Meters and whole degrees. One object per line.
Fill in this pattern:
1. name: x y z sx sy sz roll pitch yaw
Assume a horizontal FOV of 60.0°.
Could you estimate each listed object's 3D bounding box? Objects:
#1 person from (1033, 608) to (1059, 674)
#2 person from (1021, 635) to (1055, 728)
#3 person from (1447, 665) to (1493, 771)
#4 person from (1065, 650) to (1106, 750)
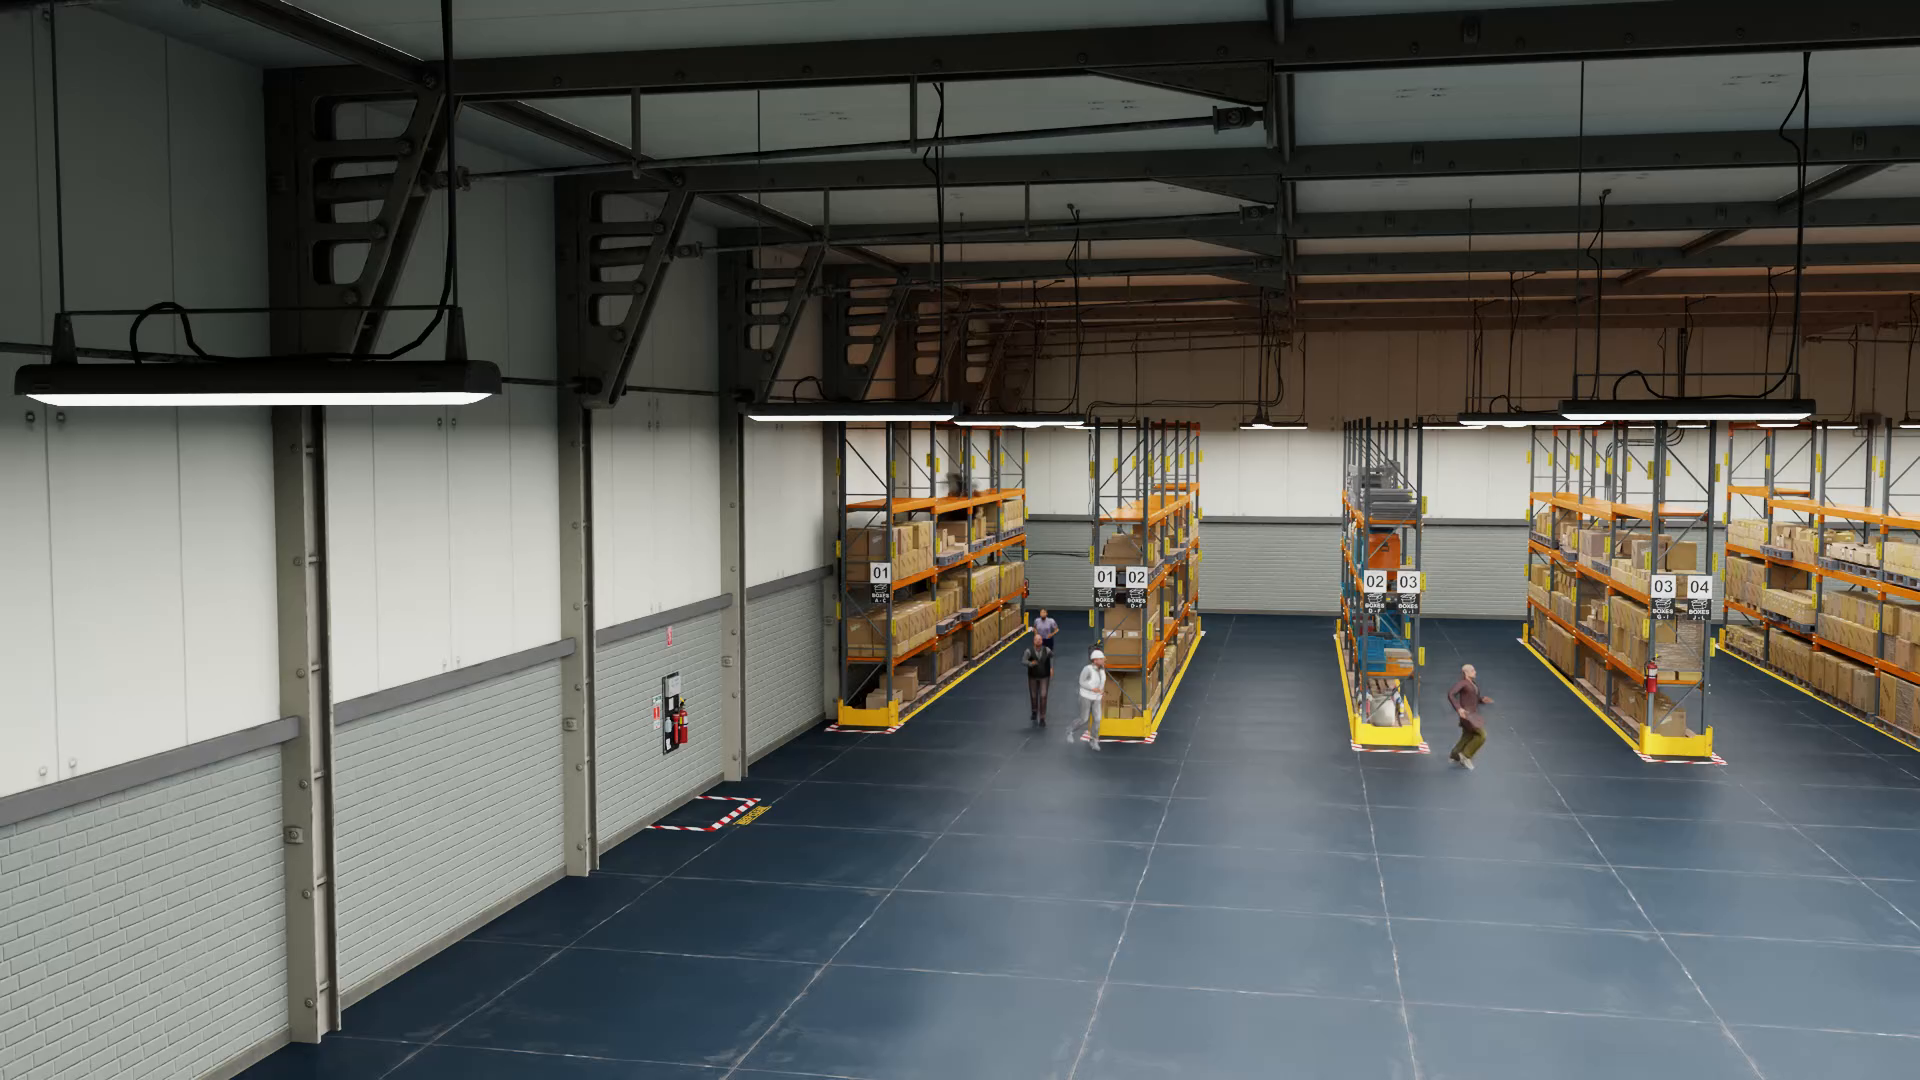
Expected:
1. person: 1.985 2.413 38.459 0.601 1.680 0.796 1 4 8
2. person: 1.528 2.735 32.608 0.658 1.777 0.828 0 4 3
3. person: 8.657 3.007 28.211 0.756 1.784 0.674 2 4 30
4. person: 2.385 2.899 30.323 0.716 1.801 0.838 -3 5 -41
